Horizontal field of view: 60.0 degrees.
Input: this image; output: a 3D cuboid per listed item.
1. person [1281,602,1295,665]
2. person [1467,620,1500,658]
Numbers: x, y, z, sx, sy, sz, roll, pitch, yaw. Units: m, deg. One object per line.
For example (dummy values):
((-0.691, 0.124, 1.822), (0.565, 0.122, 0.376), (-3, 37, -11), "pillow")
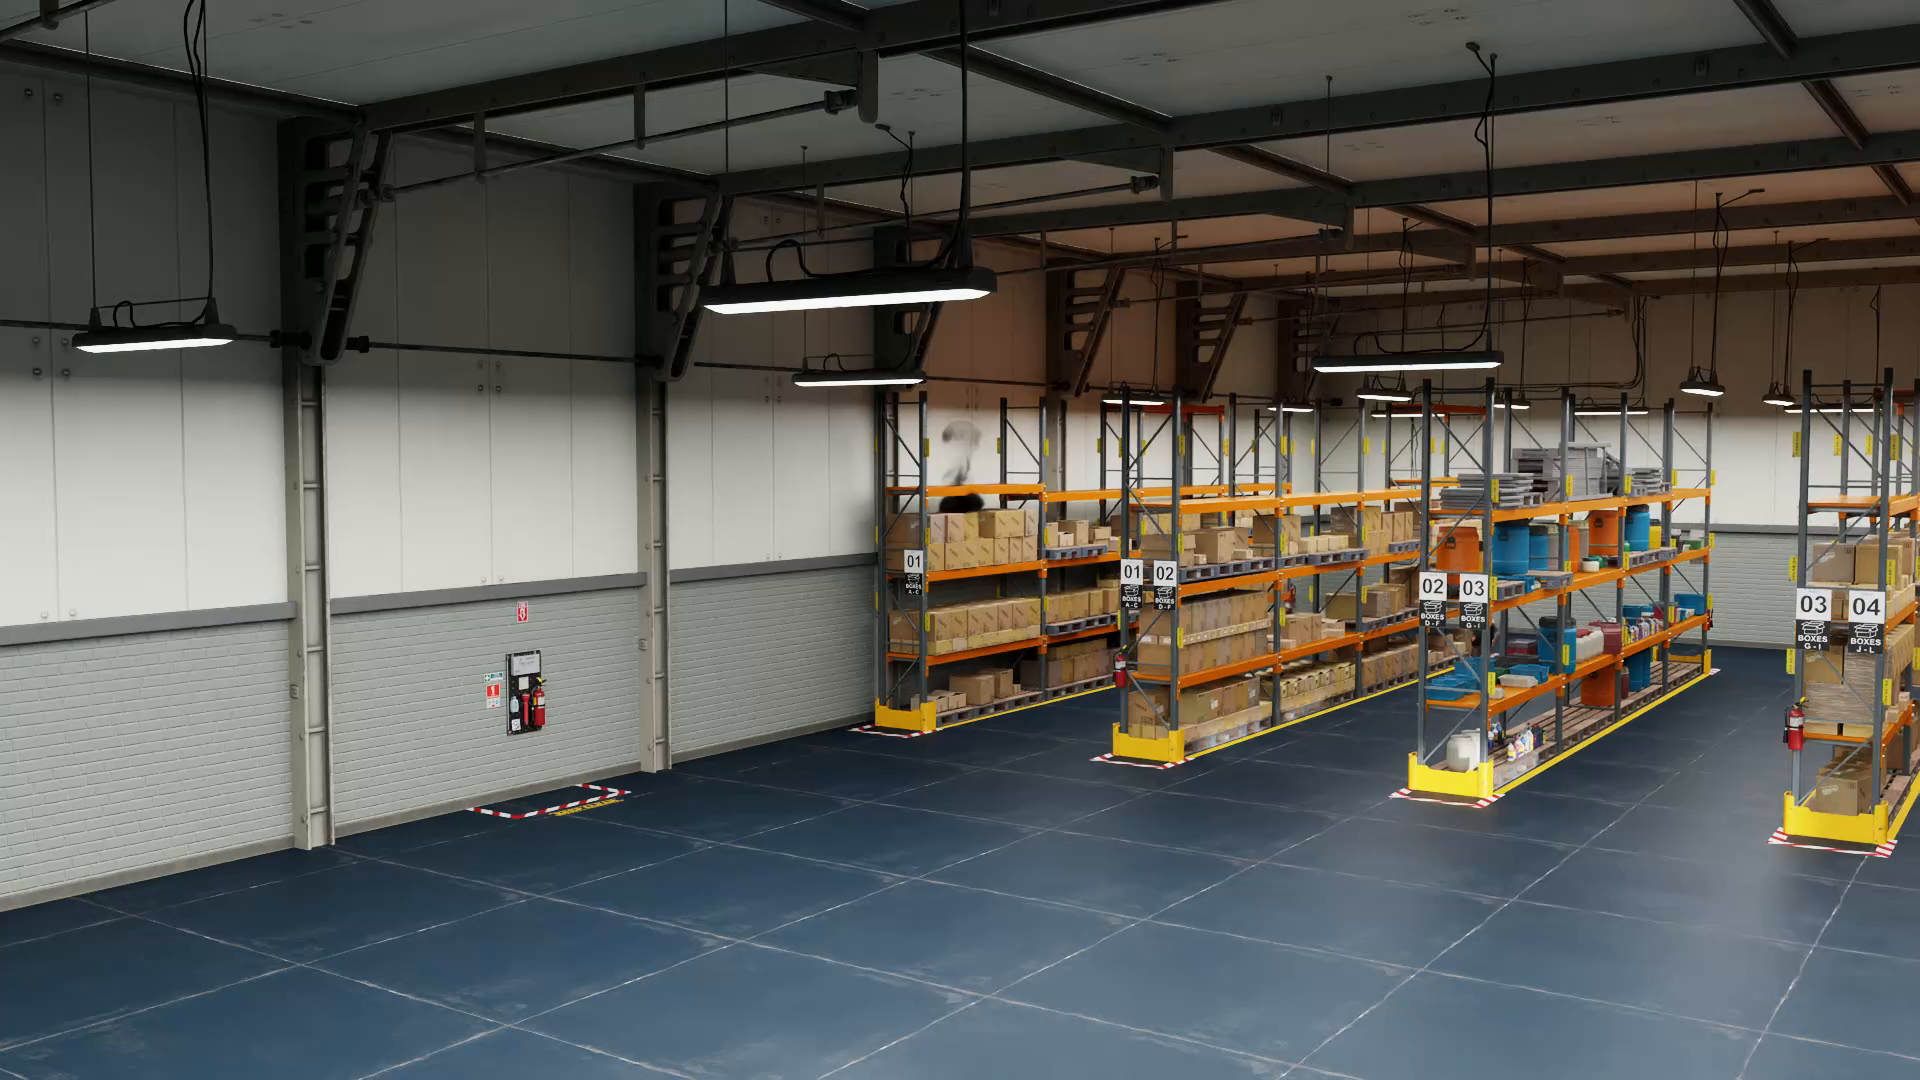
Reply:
((7.071, 2.175, 35.851), (0.554, 1.679, 0.632), (2, 4, 35), "person")
((10.931, 2.233, 34.766), (0.669, 1.684, 0.760), (2, 4, 27), "person")
